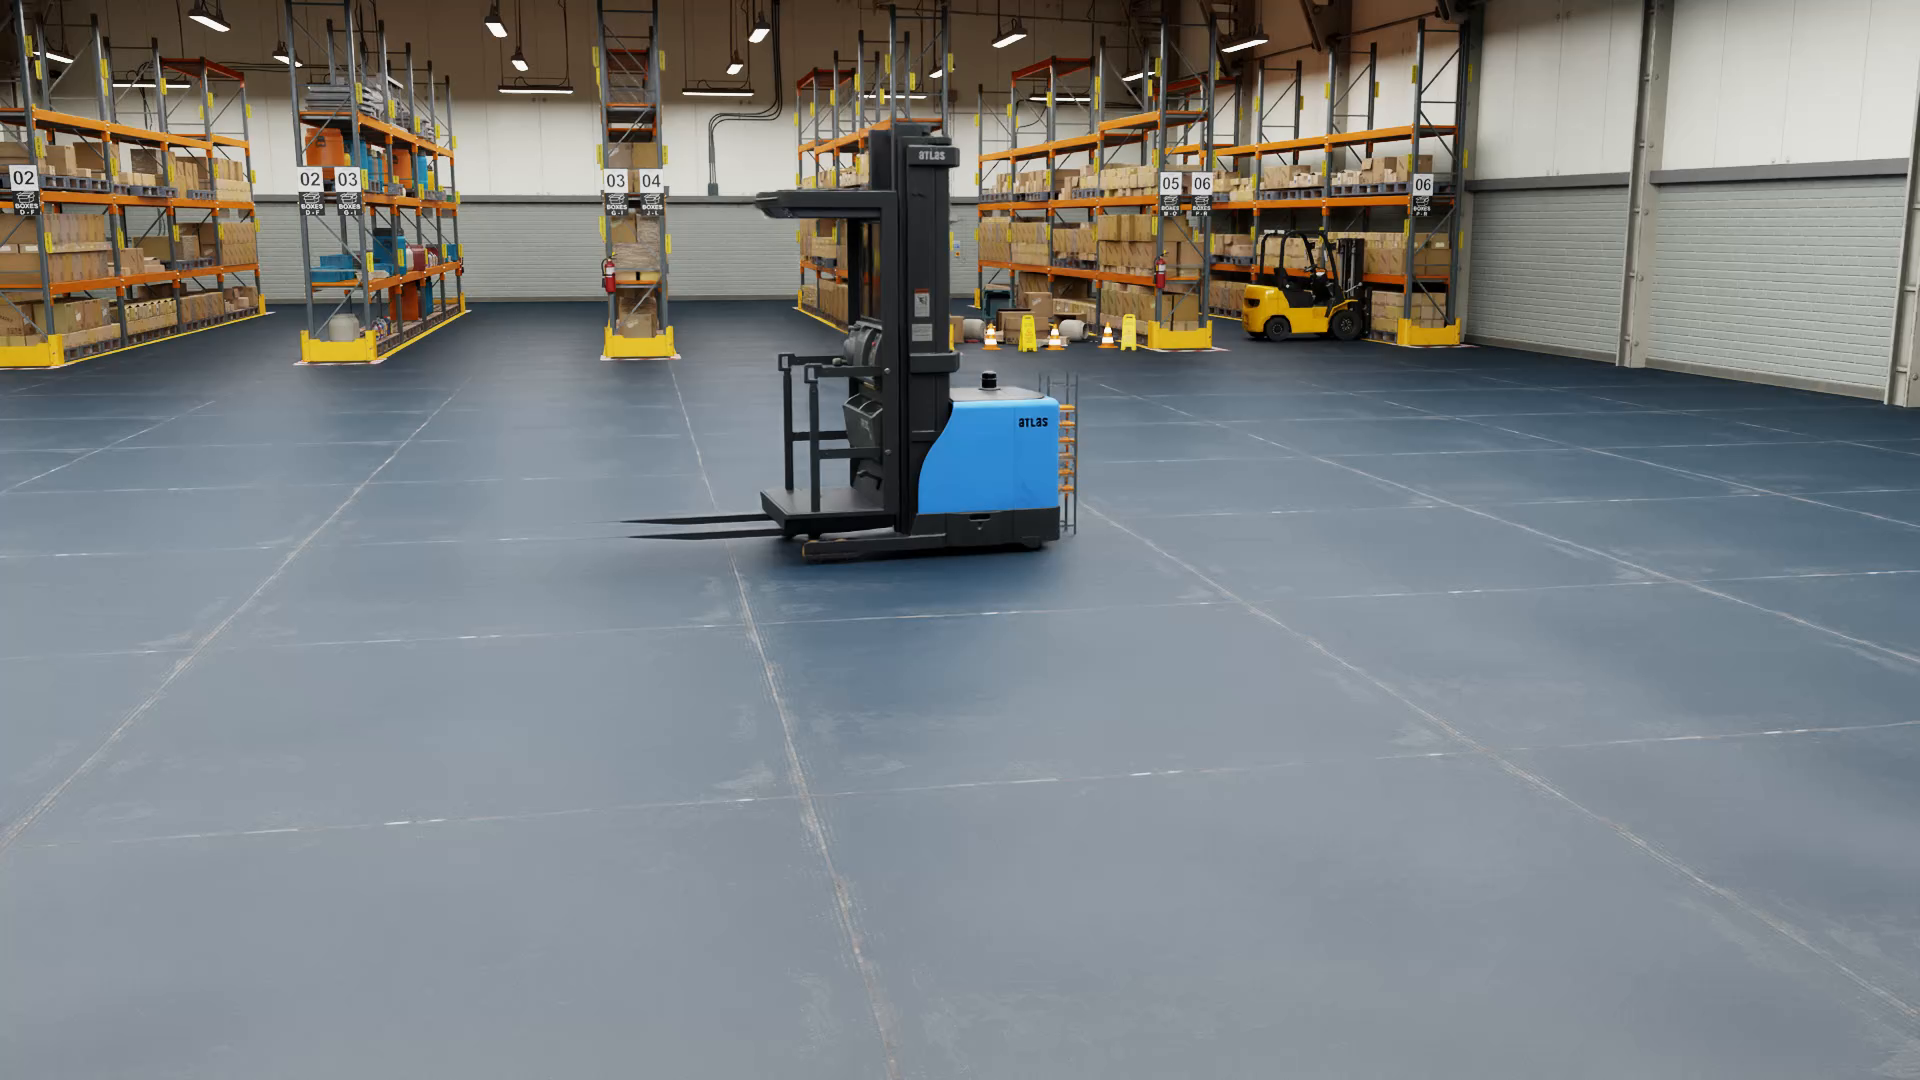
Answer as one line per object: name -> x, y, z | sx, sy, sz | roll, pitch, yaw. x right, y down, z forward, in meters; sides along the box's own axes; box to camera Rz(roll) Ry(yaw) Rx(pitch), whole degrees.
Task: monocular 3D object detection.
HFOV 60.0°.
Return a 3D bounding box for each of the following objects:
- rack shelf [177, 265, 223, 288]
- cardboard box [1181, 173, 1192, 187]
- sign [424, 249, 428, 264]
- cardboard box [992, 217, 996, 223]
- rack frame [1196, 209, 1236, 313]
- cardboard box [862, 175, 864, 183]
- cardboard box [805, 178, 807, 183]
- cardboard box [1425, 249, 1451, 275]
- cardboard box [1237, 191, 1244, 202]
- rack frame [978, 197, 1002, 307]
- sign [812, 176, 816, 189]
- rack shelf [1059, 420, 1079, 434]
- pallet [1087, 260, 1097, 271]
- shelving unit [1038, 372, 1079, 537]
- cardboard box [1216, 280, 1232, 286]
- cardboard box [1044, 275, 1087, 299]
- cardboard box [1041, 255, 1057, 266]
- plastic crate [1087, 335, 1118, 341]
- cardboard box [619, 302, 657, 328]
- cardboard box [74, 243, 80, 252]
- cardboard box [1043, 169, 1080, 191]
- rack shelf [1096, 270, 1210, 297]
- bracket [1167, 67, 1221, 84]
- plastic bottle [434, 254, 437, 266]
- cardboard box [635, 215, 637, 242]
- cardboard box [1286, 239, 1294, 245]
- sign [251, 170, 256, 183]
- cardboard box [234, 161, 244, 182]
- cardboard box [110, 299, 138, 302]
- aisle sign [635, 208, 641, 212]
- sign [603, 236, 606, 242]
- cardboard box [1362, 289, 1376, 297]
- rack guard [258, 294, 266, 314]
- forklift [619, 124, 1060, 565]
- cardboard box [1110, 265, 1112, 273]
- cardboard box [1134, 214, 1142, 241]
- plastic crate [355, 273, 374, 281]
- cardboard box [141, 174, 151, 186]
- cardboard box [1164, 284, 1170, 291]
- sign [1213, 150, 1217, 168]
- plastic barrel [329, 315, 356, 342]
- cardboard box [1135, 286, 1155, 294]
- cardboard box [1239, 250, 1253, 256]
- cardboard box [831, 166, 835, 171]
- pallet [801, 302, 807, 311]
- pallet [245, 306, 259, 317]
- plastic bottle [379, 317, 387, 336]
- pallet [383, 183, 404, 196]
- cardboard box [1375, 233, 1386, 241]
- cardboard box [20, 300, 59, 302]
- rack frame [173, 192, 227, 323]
rack shelf -> -17.264, -5.814, 36.642 | 1.077, 0.370, 4.000 | -2, 11, -11
cardboard box -> 4.283, -6.701, 30.963 | 0.500, 0.250, 0.500 | -2, 11, -12
sign -> -11.477, -6.081, 35.687 | 0.100, 0.325, 0.005 | -2, 11, -11
cardboard box -> 1.065, -8.485, 44.078 | 0.380, 0.149, 0.250 | -2, 11, -12
rack frame -> 6.654, -7.435, 43.237 | 1.000, 3.000, 0.127 | -2, 11, -11
cardboard box -> -1.705, -7.067, 32.562 | 0.380, 0.149, 0.250 | -2, 11, -11
cardboard box -> -3.817, -9.323, 43.131 | 0.380, 0.149, 0.250 | -2, 11, -9
cardboard box -> 9.164, -5.384, 32.195 | 0.500, 0.500, 0.500 | -2, 11, -9
cardboard box -> 6.995, -8.279, 40.048 | 0.500, 0.250, 0.500 | -2, 11, -11
rack frame -> 1.008, -7.987, 46.139 | 1.000, 3.000, 0.127 | -2, 11, -11
sign -> -3.581, -8.762, 40.802 | 0.100, 0.325, 0.005 | -2, 11, -11
rack shelf -> 0.719, -0.818, 12.241 | 0.258, 0.103, 0.180 | -3, 11, -17
pallet -> 3.336, -5.838, 35.358 | 1.003, 0.211, 1.213 | -2, 11, -11
shelving unit -> 0.719, -0.626, 12.277 | 0.258, 1.200, 0.189 | -3, 11, -17
cardboard box -> 6.720, -6.512, 42.215 | 0.380, 0.149, 0.250 | -2, 11, -12
cardboard box -> 2.511, -5.812, 39.271 | 0.875, 0.875, 0.875 | -2, 11, -12
cardboard box -> 2.211, -6.530, 38.882 | 0.500, 0.250, 0.500 | -3, 11, -13
plastic crate -> 2.843, -4.034, 33.179 | 0.402, 0.080, 0.583 | -6, 13, -31
cardboard box -> -6.478, -4.528, 33.471 | 0.700, 0.500, 0.500 | -3, 11, -15
cardboard box -> -15.482, -5.062, 28.770 | 0.380, 0.149, 0.250 | -2, 11, -10
cardboard box -> 2.342, -8.314, 38.435 | 0.797, 0.503, 0.637 | -3, 11, -15
rack shelf -> 3.731, -5.066, 32.716 | 1.077, 0.370, 4.000 | -2, 11, -11
bracket -> 6.472, -12.847, 45.997 | 0.076, 0.066, 4.783 | -2, 11, -11
plastic bottle -> -12.400, -6.592, 39.139 | 0.152, 0.276, 0.135 | -2, 11, -11
cardboard box -> -5.733, -5.765, 30.725 | 0.500, 0.500, 0.500 | -2, 11, -11
cardboard box -> 7.520, -6.669, 37.211 | 0.380, 0.149, 0.250 | -2, 11, -13
sign -> -17.883, -9.192, 42.080 | 0.100, 0.325, 0.005 | -2, 11, -11
cardboard box -> -18.315, -9.188, 41.481 | 0.700, 0.500, 0.500 | -2, 11, -11
cardboard box -> -16.951, -4.728, 33.748 | 0.500, 0.311, 0.500 | -2, 11, -12
aisle sign -> -8.433, -8.928, 44.129 | 0.394, 0.787, 0.004 | -2, 11, -11
sign -> -6.923, -5.974, 32.465 | 0.100, 0.325, 0.005 | -2, 11, -11
cardboard box -> 8.288, -4.933, 33.647 | 0.500, 0.250, 0.500 | -2, 11, -12
rack guard -> -18.416, -6.026, 42.517 | 1.175, 0.500, 0.348 | -2, 11, -11
forklift -> -0.862, -1.383, 11.621 | 3.031, 2.935, 1.130 | -3, 11, -16
cardboard box -> 3.270, -5.502, 33.751 | 0.380, 0.149, 0.250 | -2, 11, -11
cardboard box -> 3.715, -5.918, 31.531 | 0.700, 0.500, 0.500 | -2, 11, -10
plastic crate -> -10.318, -4.559, 28.830 | 0.298, 0.136, 0.250 | -2, 11, -11
cardboard box -> -16.612, -7.230, 33.414 | 0.500, 0.250, 0.500 | -2, 11, -9
cardboard box -> 6.030, -6.873, 45.847 | 0.700, 0.500, 0.500 | -2, 11, -9
sign -> 4.652, -6.976, 30.463 | 0.100, 0.325, 0.005 | -2, 11, -11
plastic barrel -> -10.663, -3.614, 28.695 | 0.421, 0.512, 0.421 | 0, 11, 0
cardboard box -> 3.571, -4.798, 31.872 | 0.380, 0.149, 0.250 | -2, 11, -9
cardboard box -> 6.928, -6.891, 39.926 | 0.380, 0.149, 0.250 | -2, 11, -10
cardboard box -> -2.720, -8.379, 37.857 | 0.396, 0.266, 0.258 | -2, 11, -11
pallet -> -3.690, -6.255, 44.494 | 1.003, 0.211, 1.213 | -2, 11, -11
pallet -> -18.260, -5.737, 41.776 | 1.003, 0.211, 1.213 | -2, 11, -11
plastic bottle -> -10.730, -3.959, 30.881 | 0.144, 0.351, 0.185 | -2, 11, -11
pallet -> -11.001, -6.498, 30.797 | 1.213, 0.211, 1.003 | -2, 11, -11
cardboard box -> 8.420, -5.989, 32.843 | 0.380, 0.149, 0.250 | -2, 11, -10
cardboard box -> -16.020, -3.919, 28.989 | 0.500, 0.500, 0.500 | -2, 11, -11
rack frame -> -17.653, -6.534, 38.502 | 1.000, 3.000, 0.127 | -2, 11, -11
